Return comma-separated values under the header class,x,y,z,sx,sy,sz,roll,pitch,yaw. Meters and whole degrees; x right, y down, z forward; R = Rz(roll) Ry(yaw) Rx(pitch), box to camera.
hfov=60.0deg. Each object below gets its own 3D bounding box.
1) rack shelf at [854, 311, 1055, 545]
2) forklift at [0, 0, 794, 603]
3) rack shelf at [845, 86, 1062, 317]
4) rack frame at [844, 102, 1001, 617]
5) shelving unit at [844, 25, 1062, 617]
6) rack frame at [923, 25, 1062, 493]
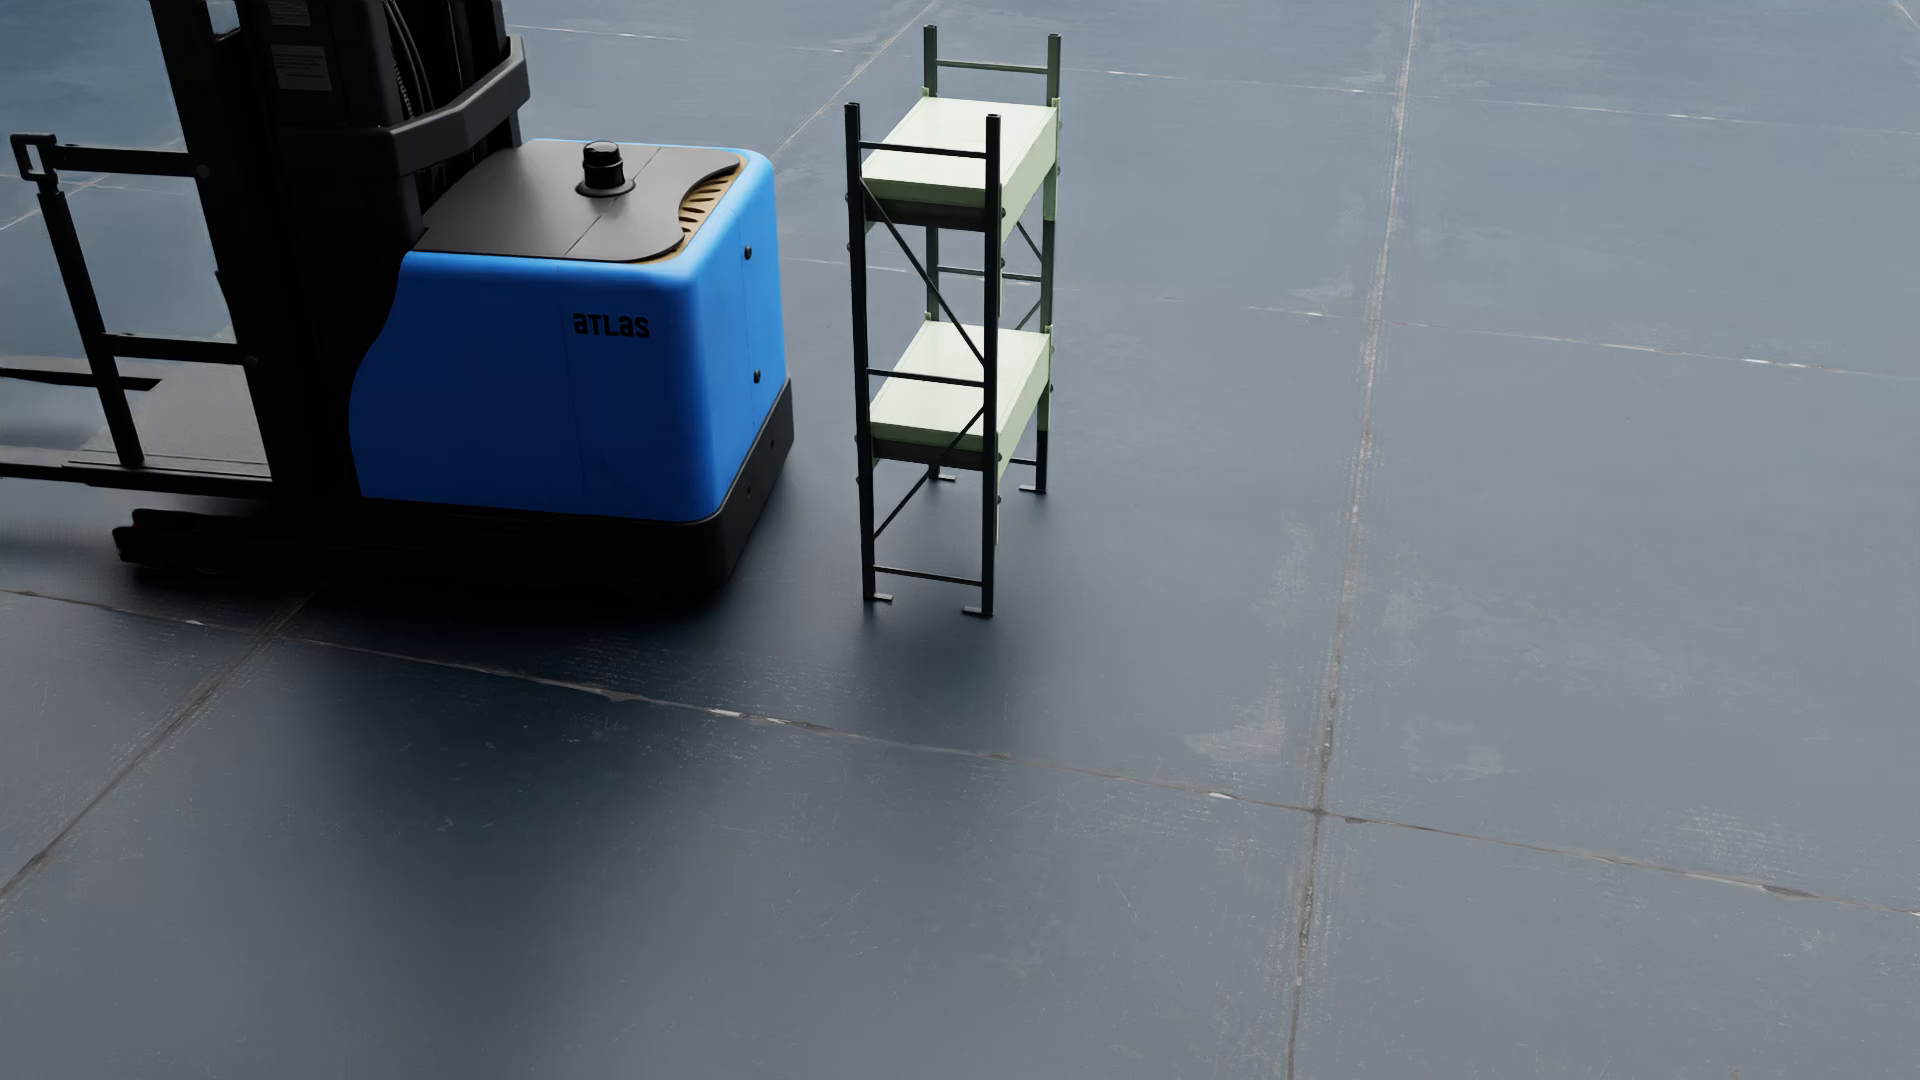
class,x,y,z,sx,sy,sz,roll,pitch,yaw
rack shelf,-0.002,-0.354,5.017,0.431,0.370,0.720,8,33,12
forklift,-2.124,-1.406,4.729,3.031,2.935,1.130,5,33,7
rack shelf,-0.002,-0.959,4.633,0.431,0.370,0.720,8,33,12
rack frame,-0.095,-0.440,4.543,0.400,1.500,0.023,8,33,12
shelving unit,-0.002,-0.629,4.842,0.431,1.500,0.755,8,33,12
rack frame,0.091,-0.819,5.141,0.400,1.500,0.023,8,33,12
